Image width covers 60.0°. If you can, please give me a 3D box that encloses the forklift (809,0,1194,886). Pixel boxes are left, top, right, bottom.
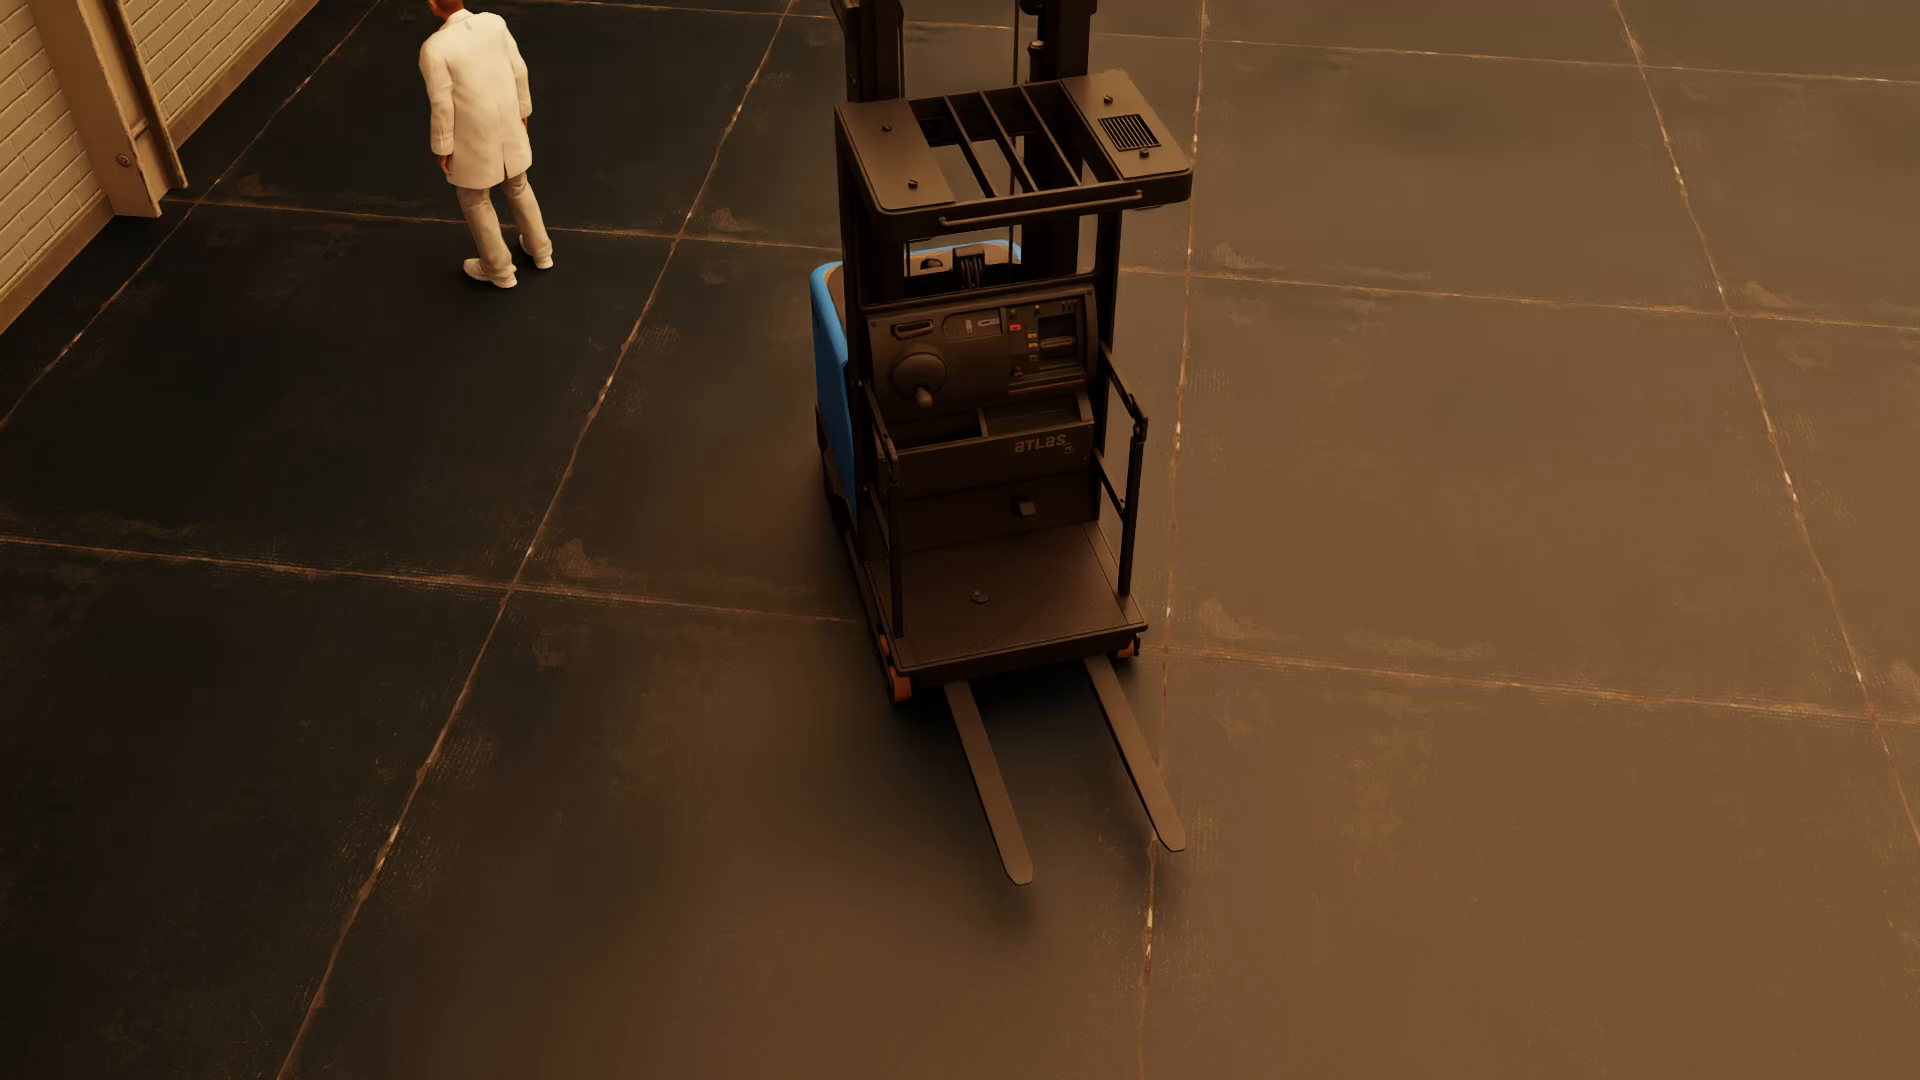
[{"bbox_3d":[0.153,-0.681,6.465,1.130,2.935,3.031,-10,44,-11],"label":"forklift"}]

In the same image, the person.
[{"bbox_3d":[-2.583,-2.203,8.979,0.434,1.772,0.642,30,51,29],"label":"person"}]
